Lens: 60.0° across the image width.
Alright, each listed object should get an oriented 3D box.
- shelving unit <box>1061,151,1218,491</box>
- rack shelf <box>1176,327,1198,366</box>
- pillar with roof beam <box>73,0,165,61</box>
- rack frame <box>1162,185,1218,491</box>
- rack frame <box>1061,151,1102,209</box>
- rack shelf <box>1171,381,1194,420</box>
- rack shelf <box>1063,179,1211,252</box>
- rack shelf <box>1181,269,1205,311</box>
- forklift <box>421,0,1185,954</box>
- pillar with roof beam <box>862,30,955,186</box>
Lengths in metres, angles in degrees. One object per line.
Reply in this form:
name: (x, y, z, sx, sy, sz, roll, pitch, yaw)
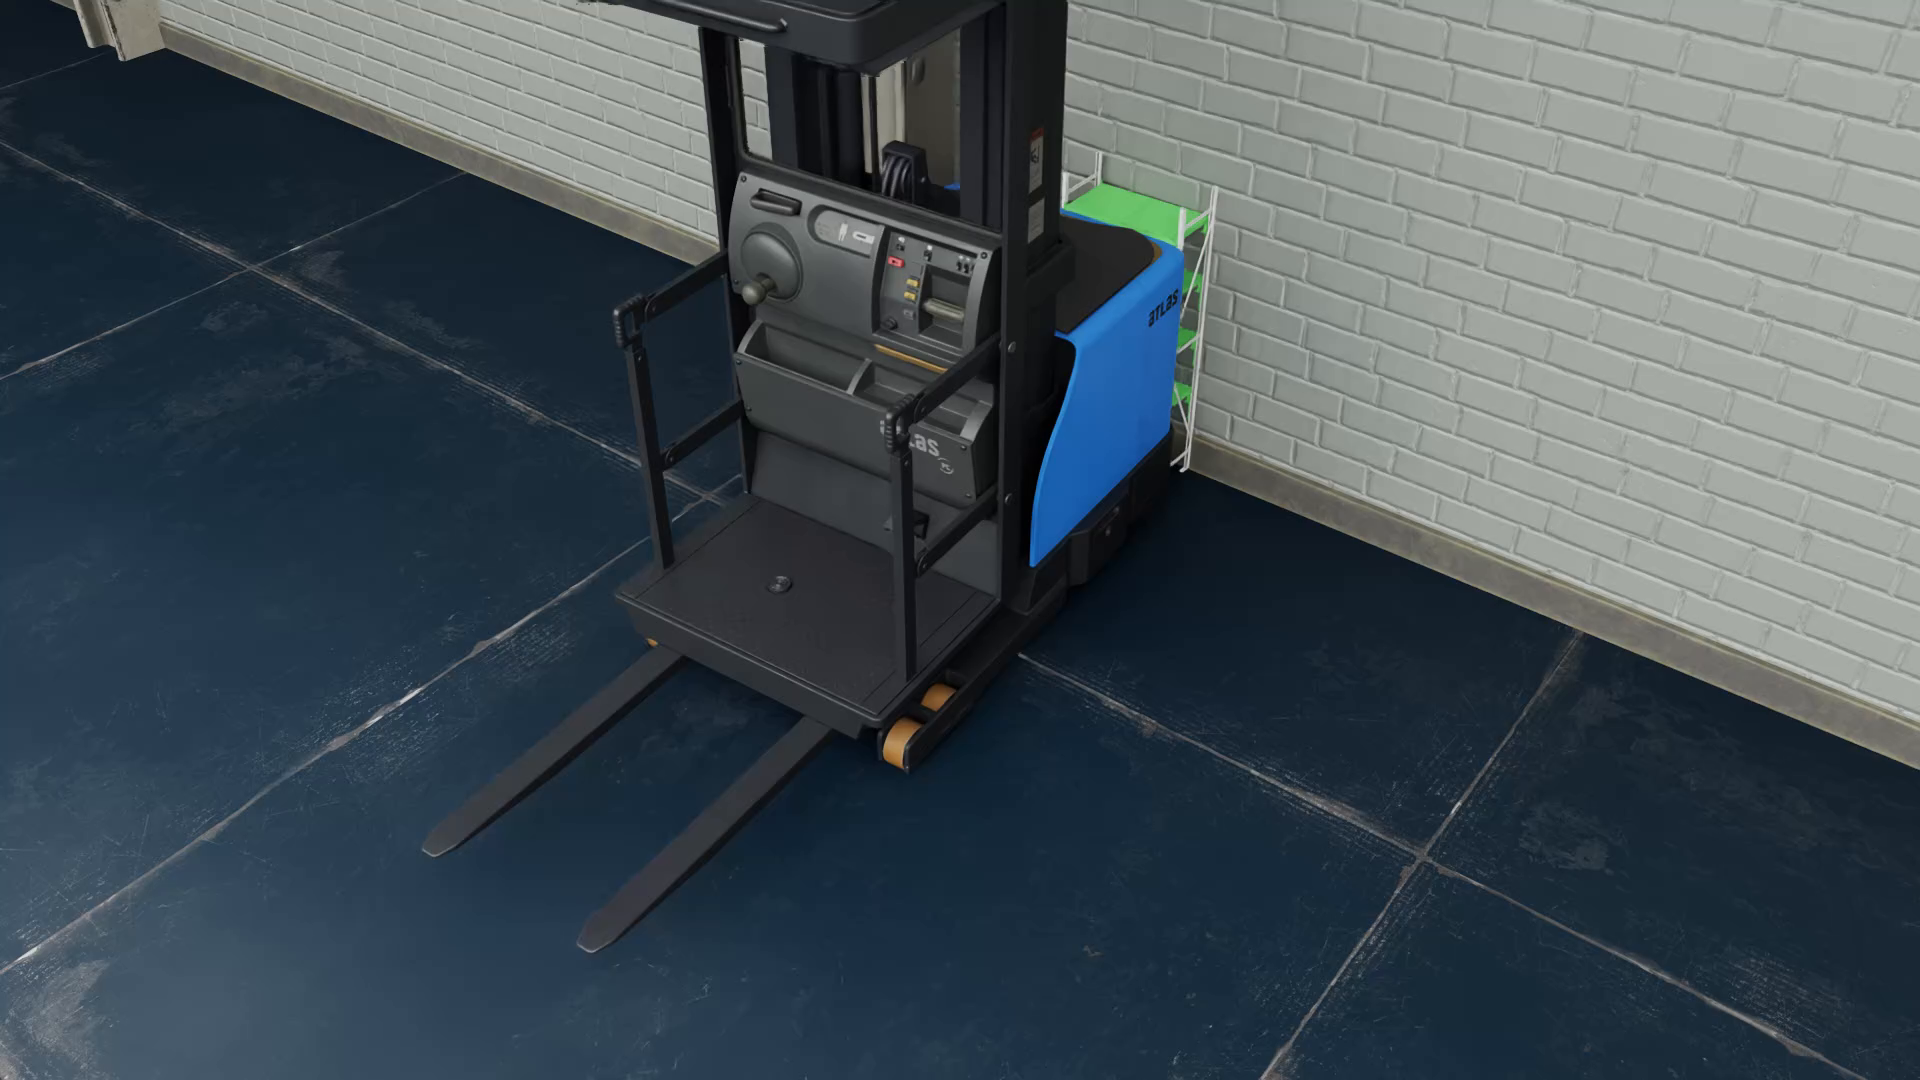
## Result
shelving unit: (0.641, -0.805, 6.290, 0.503, 1.200, 0.258, 24, 43, 29)
rack shelf: (0.640, -0.754, 6.328, 0.480, 0.148, 0.258, 24, 43, 29)
pillar with roof beam: (-7.648, -4.428, 4.606, 0.400, 9.000, 9.100, 25, 45, 29)
rack frame: (0.836, -0.717, 6.173, 0.015, 1.200, 0.240, 24, 43, 29)
rack frame: (0.445, -0.893, 6.407, 0.015, 1.200, 0.240, 24, 43, 29)
rack shelf: (0.640, -0.562, 6.472, 0.480, 0.148, 0.258, 24, 43, 29)
rack shelf: (0.642, -1.139, 6.041, 0.480, 0.148, 0.258, 24, 43, 29)
rack shelf: (0.641, -0.947, 6.185, 0.480, 0.148, 0.258, 24, 43, 29)
forklift: (-0.428, -0.756, 4.839, 1.130, 2.935, 3.031, 22, 43, 26)
pillar with roof beam: (-2.883, -2.181, 1.736, 0.400, 9.000, 9.100, 25, 45, 29)
